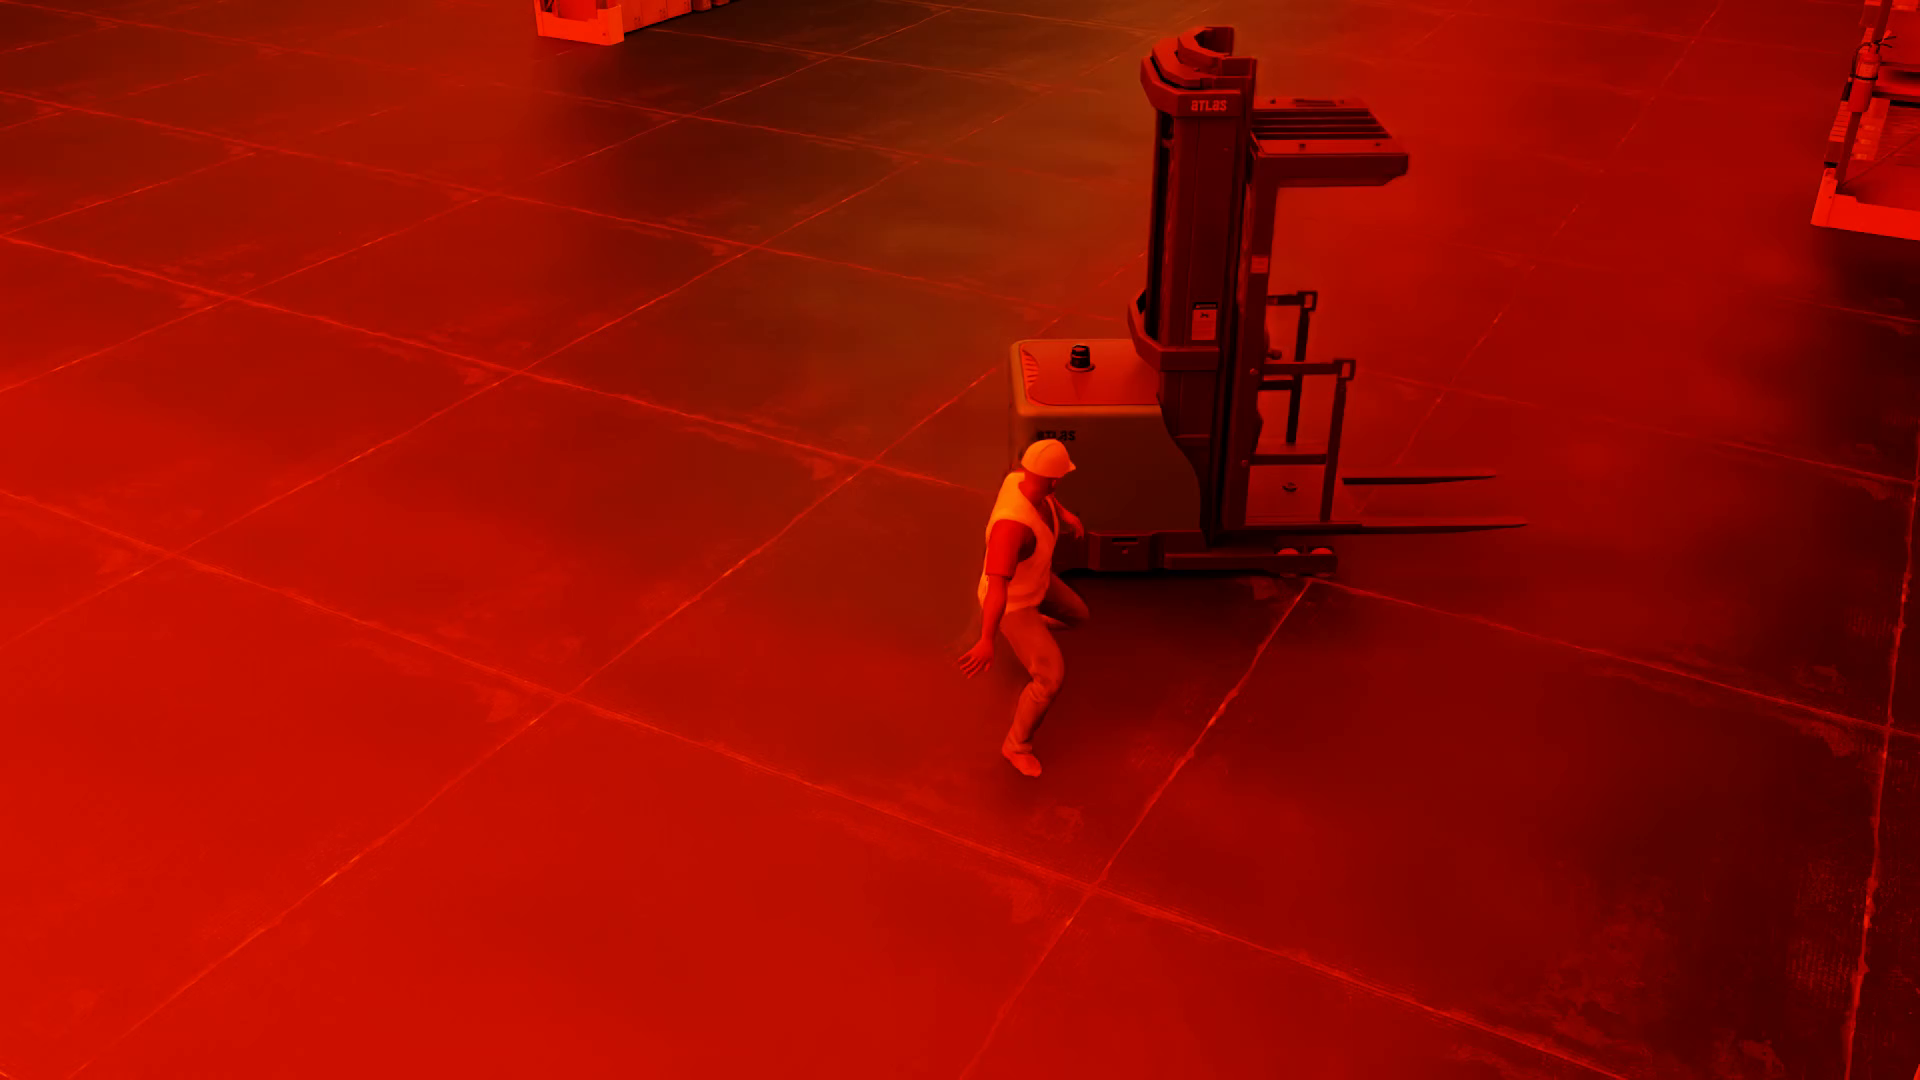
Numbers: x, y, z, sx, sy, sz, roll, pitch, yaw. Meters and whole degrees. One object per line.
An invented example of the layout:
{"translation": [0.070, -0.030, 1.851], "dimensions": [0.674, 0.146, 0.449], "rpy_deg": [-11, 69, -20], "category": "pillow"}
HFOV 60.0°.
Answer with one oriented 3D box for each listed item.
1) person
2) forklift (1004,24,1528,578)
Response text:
{"translation": [0.320, 0.273, 7.981], "dimensions": [0.517, 1.653, 1.214], "rpy_deg": [9, 31, 16], "category": "person"}
{"translation": [1.802, -1.318, 9.354], "dimensions": [3.031, 2.935, 1.130], "rpy_deg": [-1, 30, -1], "category": "forklift"}
